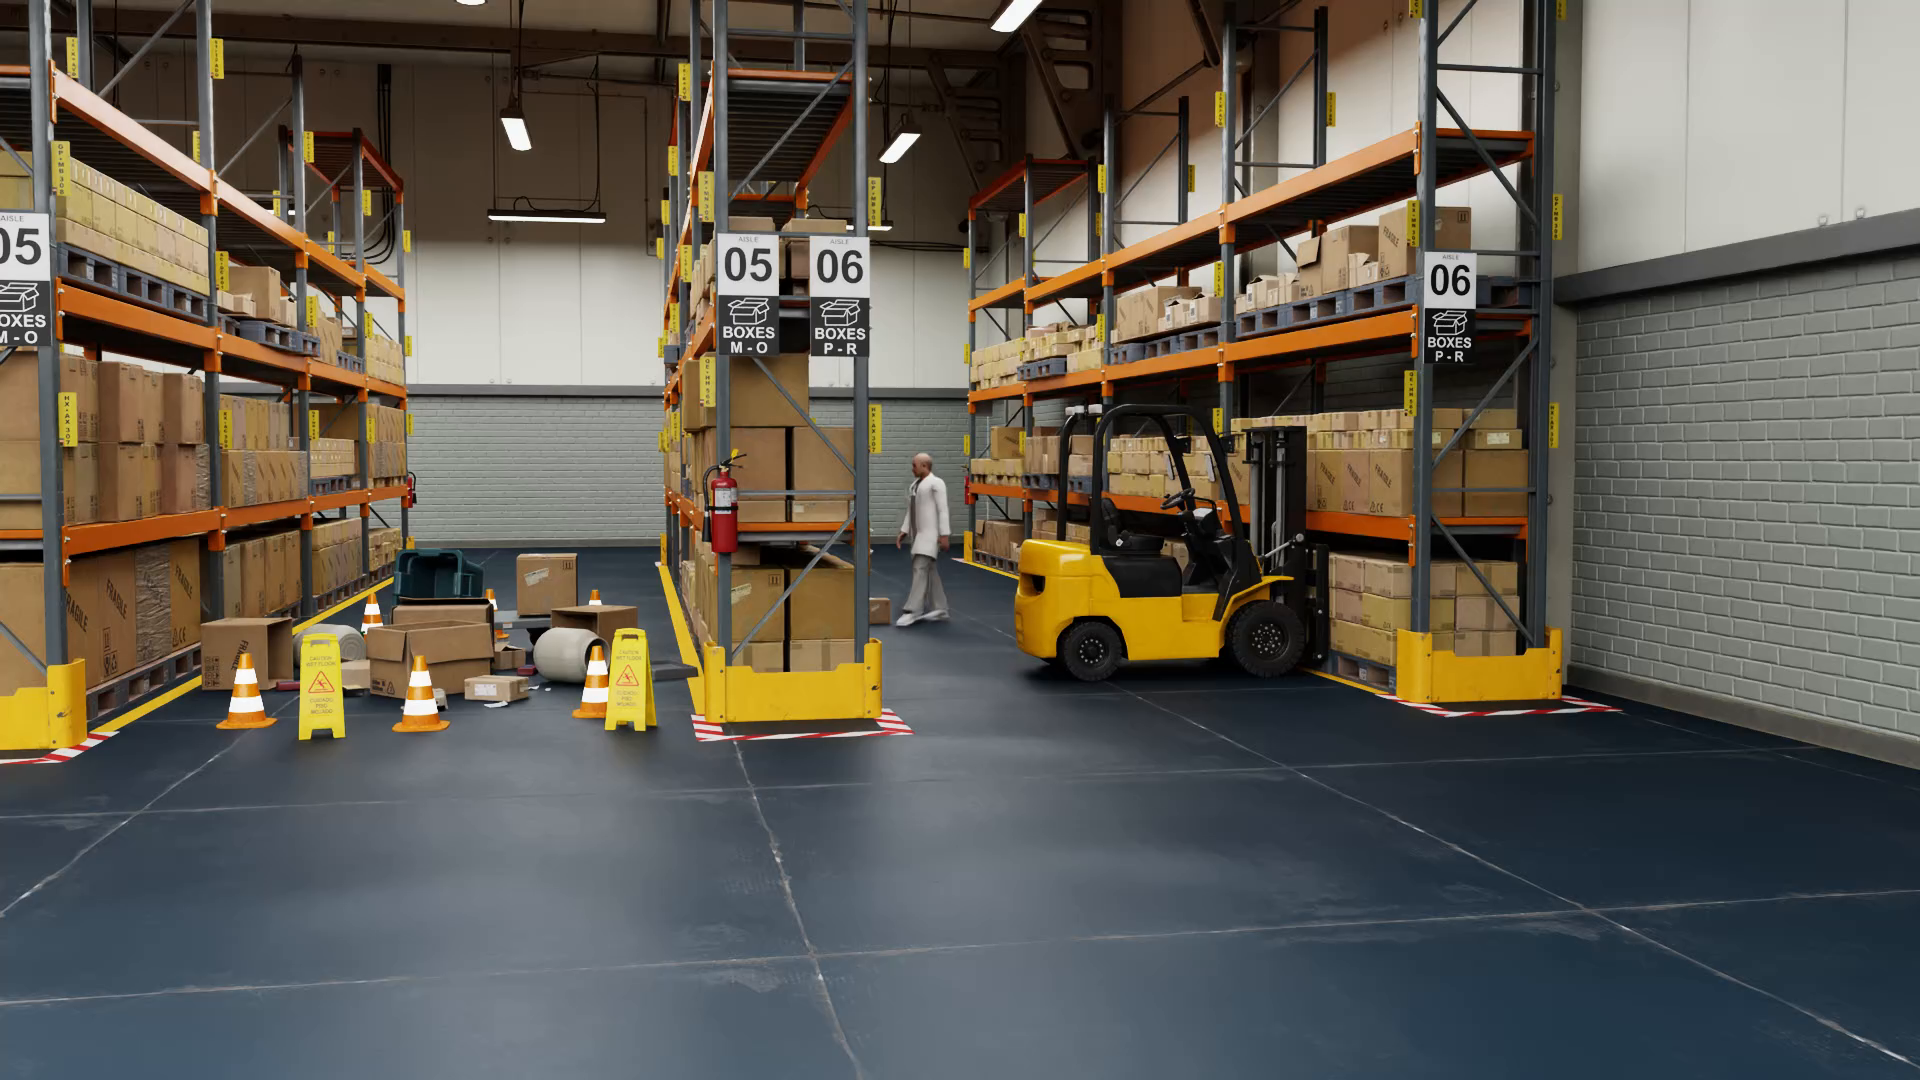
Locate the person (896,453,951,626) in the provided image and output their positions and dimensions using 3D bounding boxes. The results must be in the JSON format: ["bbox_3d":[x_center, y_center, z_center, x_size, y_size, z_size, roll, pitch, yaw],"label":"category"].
[{"bbox_3d":[-0.449,-0.019,17.503,0.774,1.786,0.629,-2,3,-30],"label":"person"}]
